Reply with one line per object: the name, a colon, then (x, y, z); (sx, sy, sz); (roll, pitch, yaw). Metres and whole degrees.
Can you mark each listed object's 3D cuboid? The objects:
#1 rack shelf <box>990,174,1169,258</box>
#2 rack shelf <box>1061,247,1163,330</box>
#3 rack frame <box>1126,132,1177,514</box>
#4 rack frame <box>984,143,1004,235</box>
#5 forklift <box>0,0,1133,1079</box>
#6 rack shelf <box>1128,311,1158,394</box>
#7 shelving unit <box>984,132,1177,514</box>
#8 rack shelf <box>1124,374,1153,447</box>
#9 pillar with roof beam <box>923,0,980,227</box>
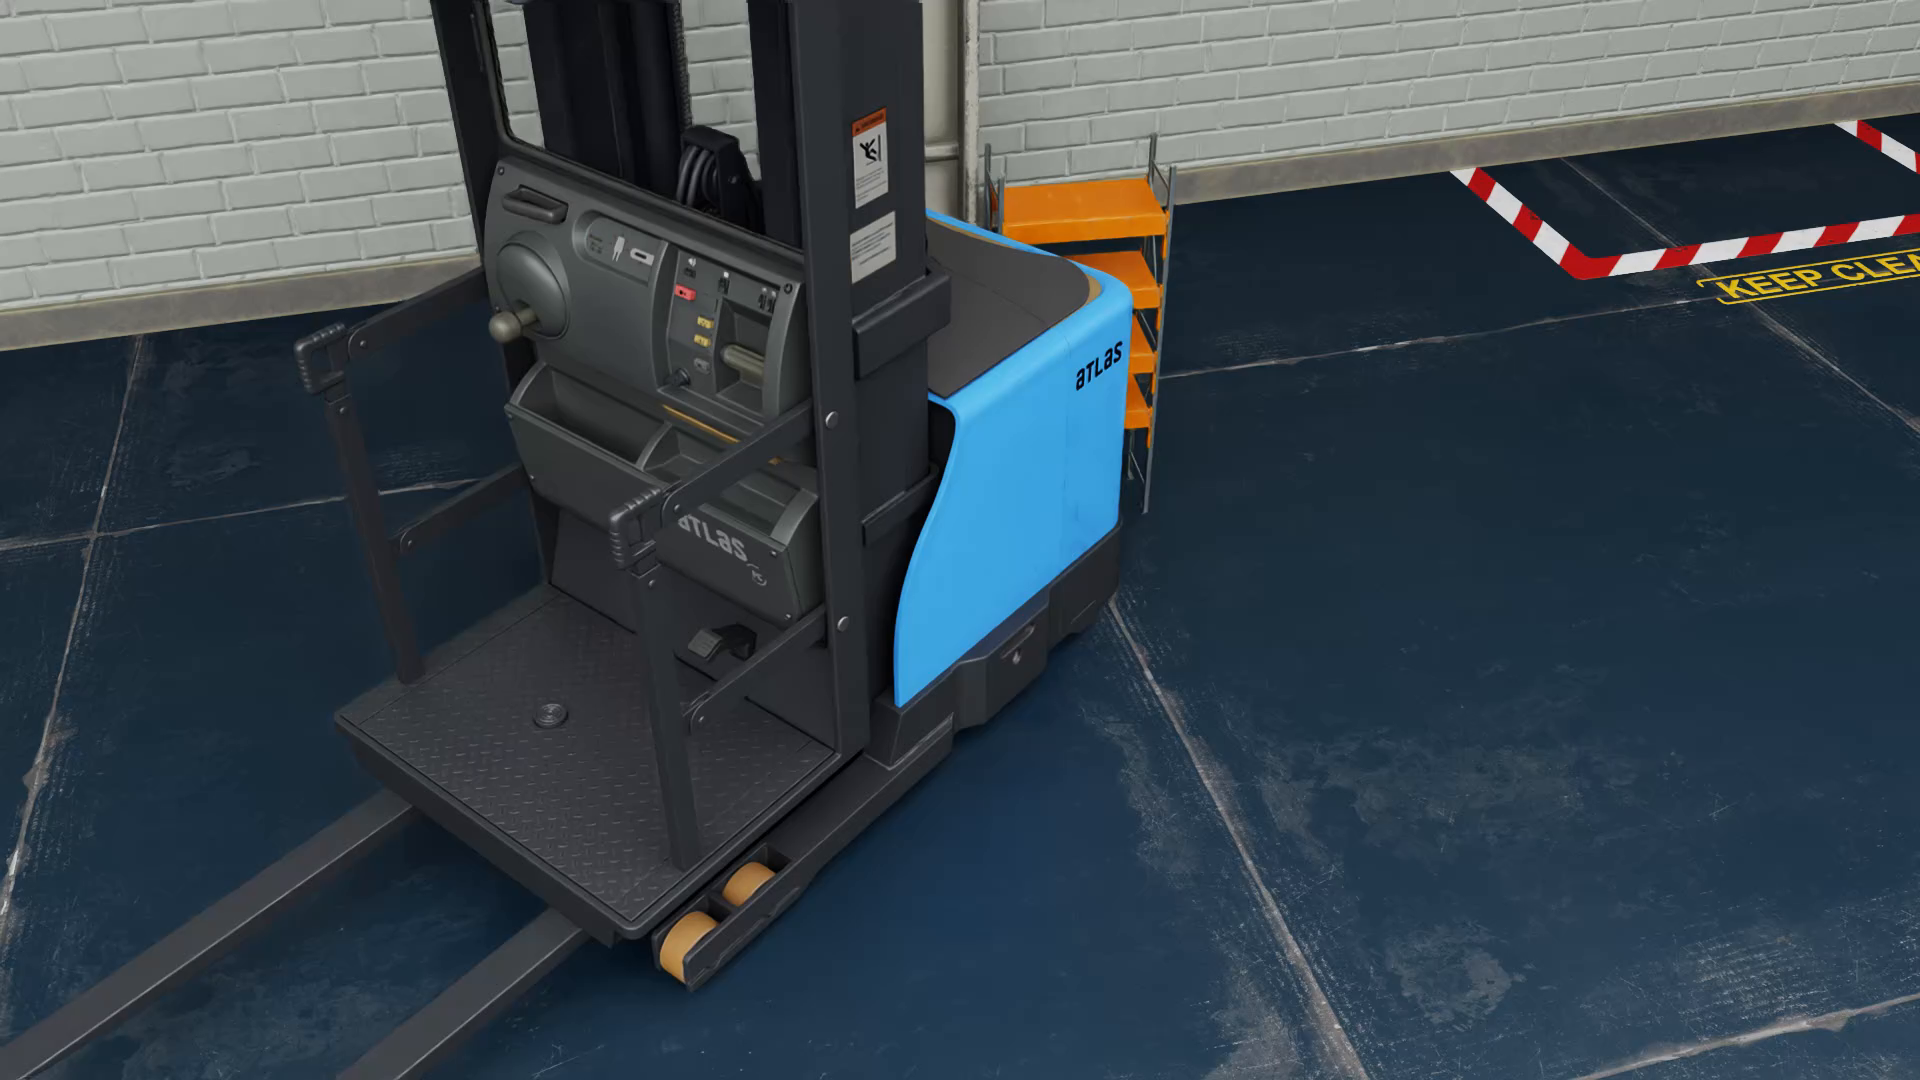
rack shelf: (0.338, -0.924, 4.823); (0.480, 0.148, 0.258); (-5, 38, -7)
rack shelf: (0.338, -0.736, 4.967); (0.480, 0.148, 0.258); (-5, 38, -7)
rack frame: (0.579, -0.634, 5.092); (0.015, 1.200, 0.240); (-5, 38, -7)
rack frame: (0.097, -0.589, 5.032); (0.015, 1.200, 0.240); (-5, 38, -7)
forklift: (-0.834, -0.470, 3.452); (1.130, 2.935, 3.031); (26, 44, 29)
rack shelf: (0.338, -0.558, 5.103); (0.480, 0.148, 0.258); (-5, 38, -7)
shelving unit: (0.338, -0.612, 5.062); (0.503, 1.200, 0.258); (-5, 38, -7)
rack shelf: (0.338, -0.400, 5.223); (0.480, 0.148, 0.258); (-5, 38, -7)
pillar with roof beam: (0.965, -2.233, 0.762); (0.400, 9.000, 9.100); (-9, 38, -12)
